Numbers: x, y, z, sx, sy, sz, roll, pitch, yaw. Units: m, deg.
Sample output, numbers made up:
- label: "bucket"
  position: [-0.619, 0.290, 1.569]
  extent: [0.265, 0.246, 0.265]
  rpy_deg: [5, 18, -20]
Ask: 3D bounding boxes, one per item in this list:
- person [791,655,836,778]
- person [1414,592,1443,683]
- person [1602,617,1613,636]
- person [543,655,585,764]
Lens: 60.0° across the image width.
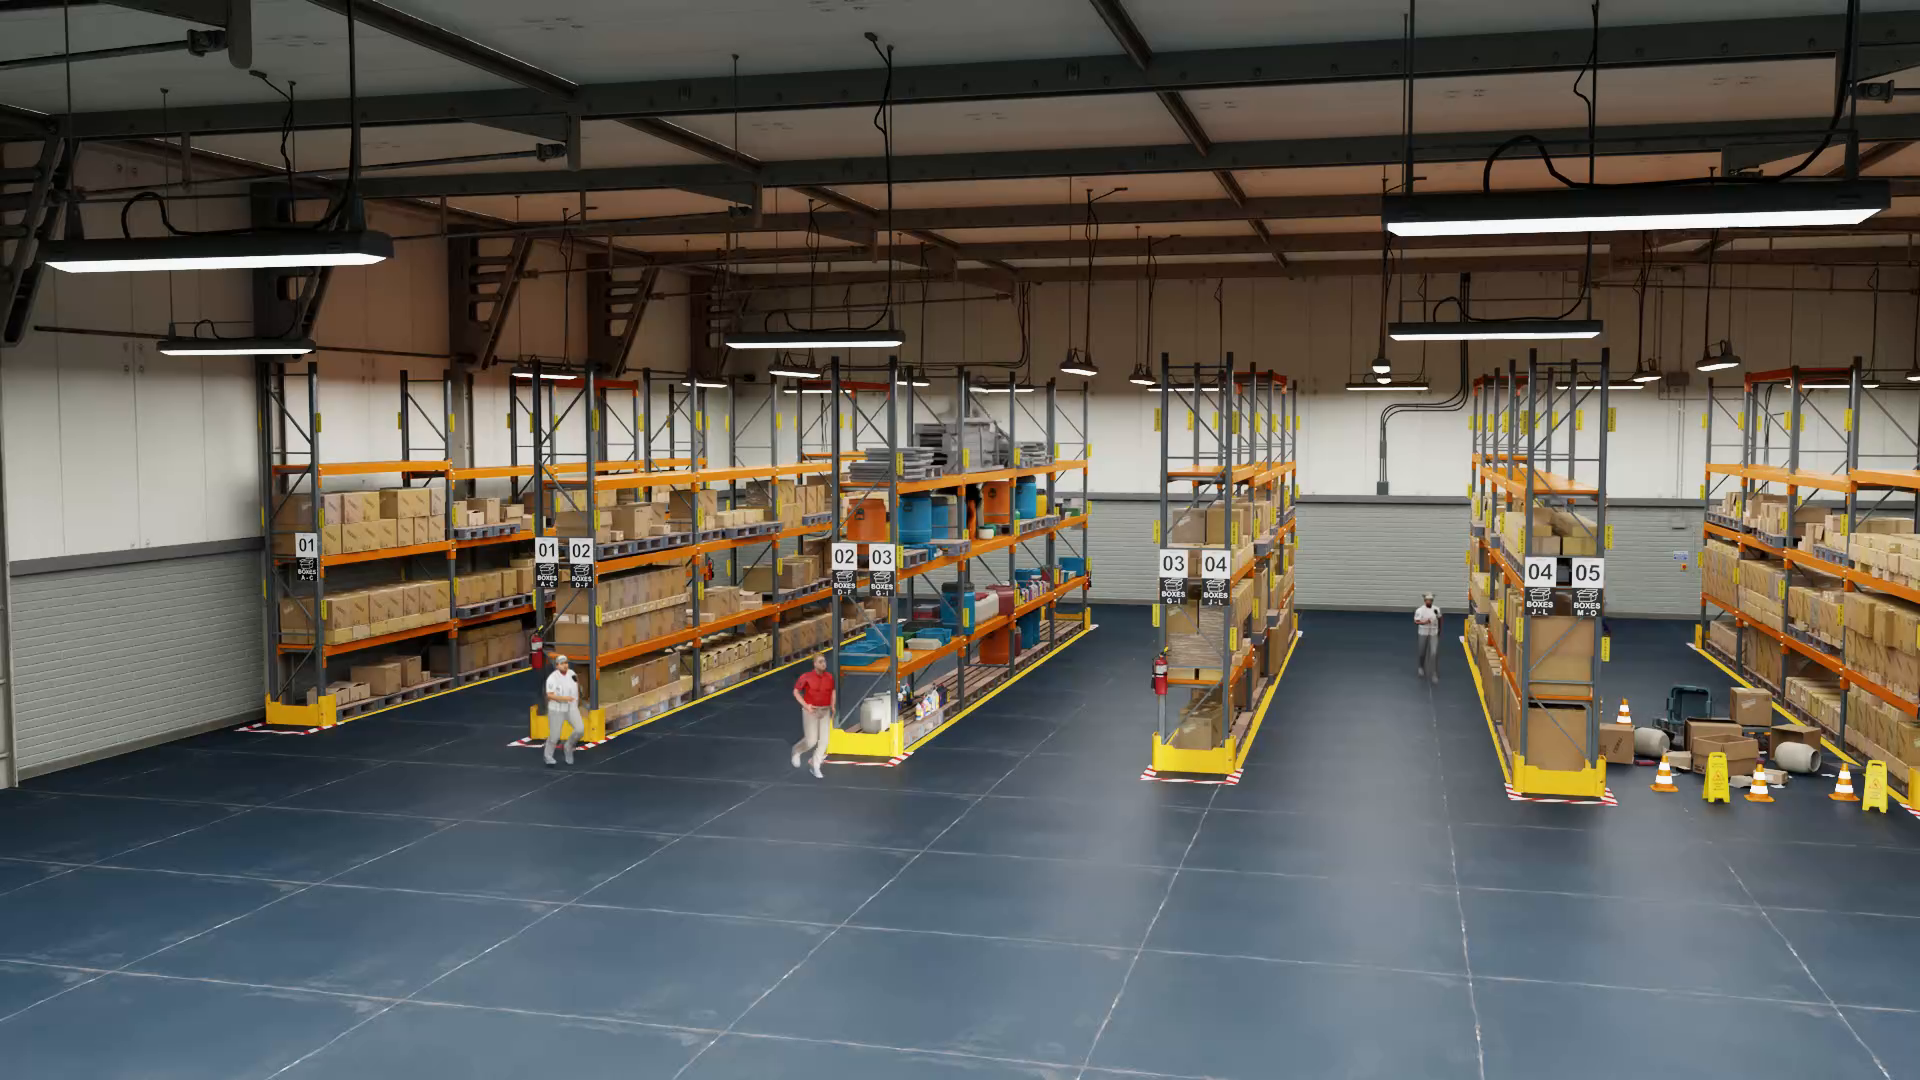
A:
- label: "person"
  position: [-2.053, 2.502, 23.817]
  extent: [0.681, 1.714, 0.684]
  rpy_deg: [-3, 5, -34]
- label: "person"
  position: [9.114, 1.866, 32.337]
  extent: [0.575, 1.716, 0.902]
  rpy_deg: [1, 4, 8]
- label: "person"
  position: [14.653, 1.495, 38.603]
  extent: [0.921, 1.663, 0.603]
  rpy_deg: [0, 4, 6]
- label: "person"
  position: [-5.749, 2.467, 24.197]
  extent: [0.619, 1.621, 0.808]
  rpy_deg: [-3, 5, -40]
